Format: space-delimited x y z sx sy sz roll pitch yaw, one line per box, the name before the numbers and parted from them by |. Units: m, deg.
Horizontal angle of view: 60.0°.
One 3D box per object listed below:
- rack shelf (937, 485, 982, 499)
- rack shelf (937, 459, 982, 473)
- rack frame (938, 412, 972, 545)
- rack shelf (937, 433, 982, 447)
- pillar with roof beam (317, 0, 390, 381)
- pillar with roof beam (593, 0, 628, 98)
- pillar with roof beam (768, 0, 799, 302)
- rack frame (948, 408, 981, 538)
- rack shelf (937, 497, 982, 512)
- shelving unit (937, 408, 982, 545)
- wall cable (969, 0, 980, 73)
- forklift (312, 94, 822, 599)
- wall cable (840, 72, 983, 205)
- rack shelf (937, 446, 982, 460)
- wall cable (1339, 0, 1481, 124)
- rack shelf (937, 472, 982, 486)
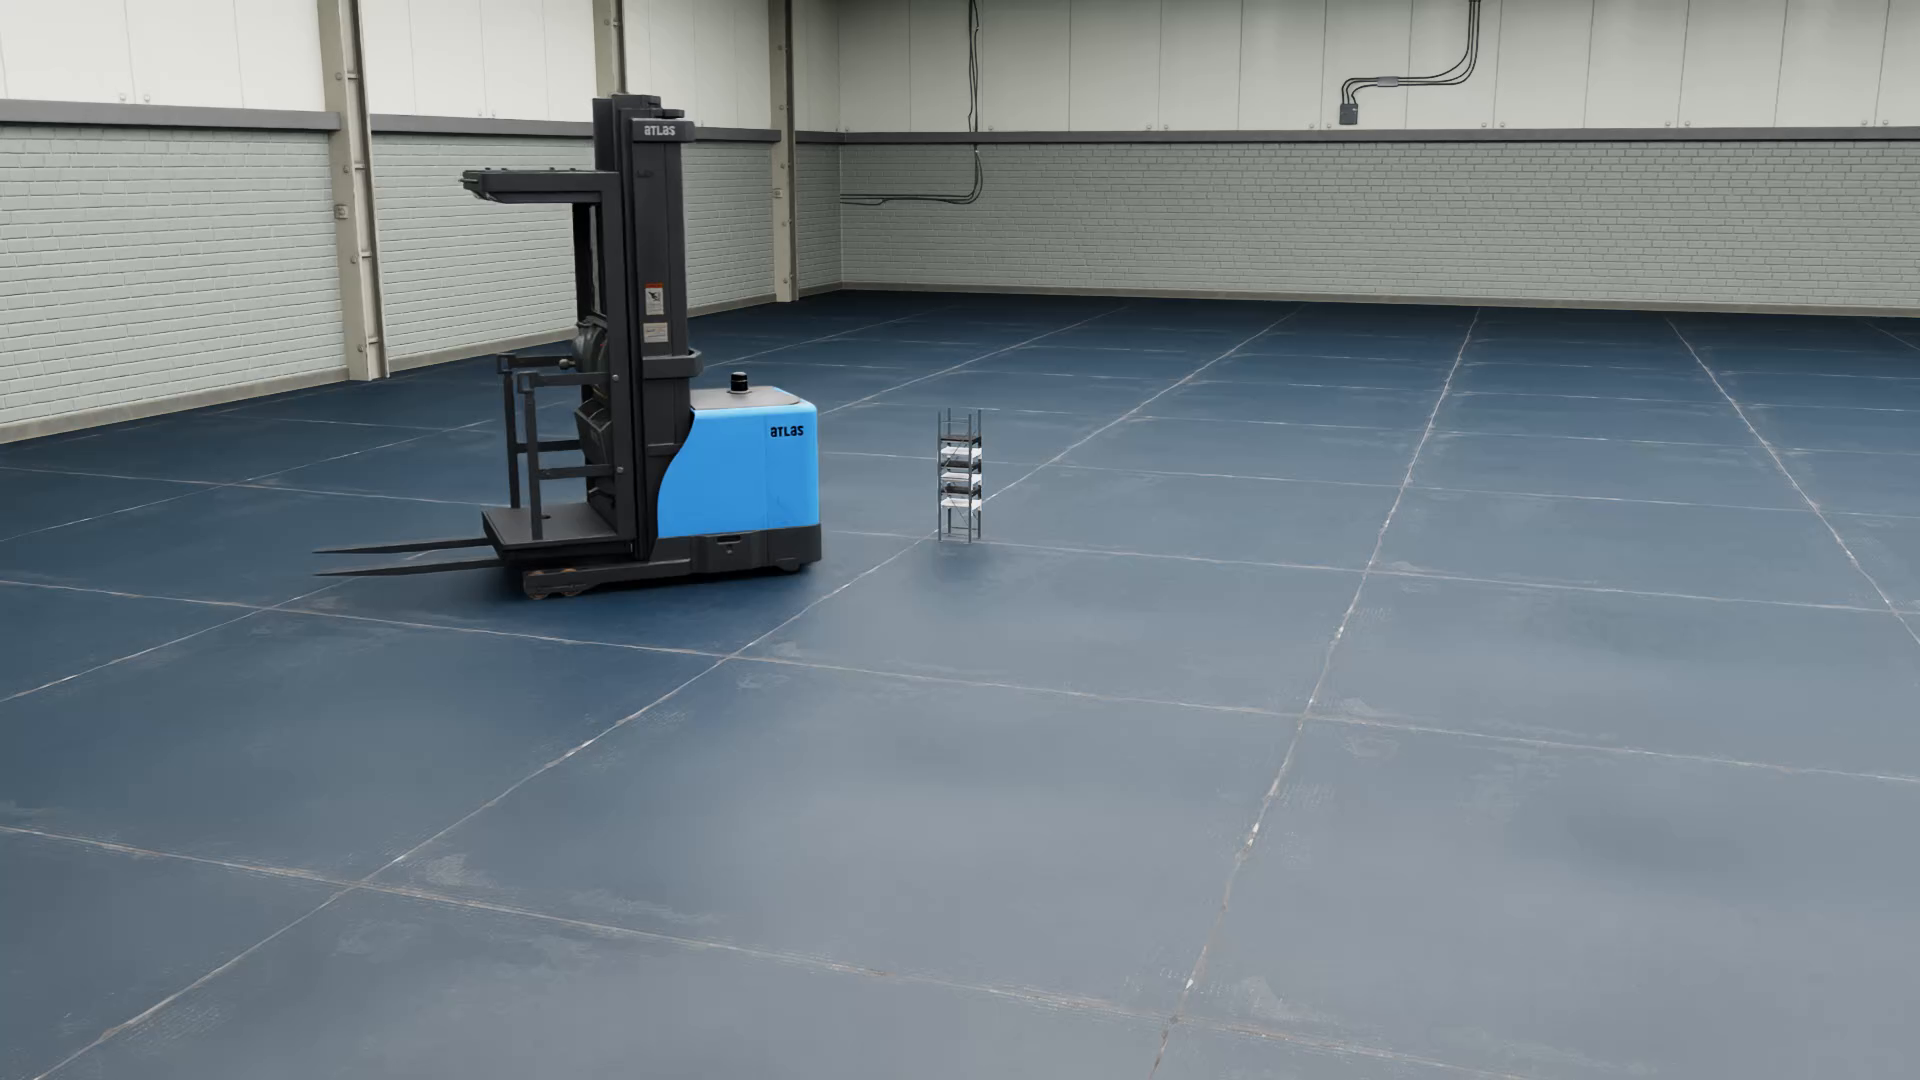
rack shelf | -0.003 -0.317 11.408 0.258 0.077 0.200 4 14 18
rack shelf | -0.003 -0.492 11.368 0.258 0.077 0.200 4 14 18
rack frame | -0.036 -0.416 11.287 0.240 0.900 0.006 4 14 18
rack shelf | -0.003 -0.668 11.328 0.258 0.077 0.200 4 14 18
pillar with roof beam | -3.045 -6.025 17.662 9.100 9.000 0.400 4 14 18
pillar with roof beam | -1.104 -7.288 23.197 9.100 9.000 0.400 4 14 18
pillar with roof beam | 0.837 -8.552 28.732 9.100 9.000 0.400 4 14 18
rack frame | 0.030 -0.458 11.474 0.240 0.900 0.006 4 14 18
rack shelf | -0.003 -0.229 11.428 0.258 0.077 0.200 4 14 18
shelving unit | -0.003 -0.437 11.380 0.258 0.900 0.210 4 14 18
wall cable | 1.528 -10.140 31.320 3.097 2.526 0.112 4 14 18
forklift | -2.452 -1.207 10.188 3.031 2.935 1.130 -5 14 -21
wall cable | -1.032 -7.873 32.736 3.097 2.526 0.112 4 14 18
rack shelf | -0.003 -0.580 11.348 0.258 0.077 0.200 4 14 18
wall cable | 7.946 -10.358 29.003 2.305 6.003 0.169 4 14 18
rack shelf | -0.003 -0.405 11.388 0.258 0.077 0.200 4 14 18
